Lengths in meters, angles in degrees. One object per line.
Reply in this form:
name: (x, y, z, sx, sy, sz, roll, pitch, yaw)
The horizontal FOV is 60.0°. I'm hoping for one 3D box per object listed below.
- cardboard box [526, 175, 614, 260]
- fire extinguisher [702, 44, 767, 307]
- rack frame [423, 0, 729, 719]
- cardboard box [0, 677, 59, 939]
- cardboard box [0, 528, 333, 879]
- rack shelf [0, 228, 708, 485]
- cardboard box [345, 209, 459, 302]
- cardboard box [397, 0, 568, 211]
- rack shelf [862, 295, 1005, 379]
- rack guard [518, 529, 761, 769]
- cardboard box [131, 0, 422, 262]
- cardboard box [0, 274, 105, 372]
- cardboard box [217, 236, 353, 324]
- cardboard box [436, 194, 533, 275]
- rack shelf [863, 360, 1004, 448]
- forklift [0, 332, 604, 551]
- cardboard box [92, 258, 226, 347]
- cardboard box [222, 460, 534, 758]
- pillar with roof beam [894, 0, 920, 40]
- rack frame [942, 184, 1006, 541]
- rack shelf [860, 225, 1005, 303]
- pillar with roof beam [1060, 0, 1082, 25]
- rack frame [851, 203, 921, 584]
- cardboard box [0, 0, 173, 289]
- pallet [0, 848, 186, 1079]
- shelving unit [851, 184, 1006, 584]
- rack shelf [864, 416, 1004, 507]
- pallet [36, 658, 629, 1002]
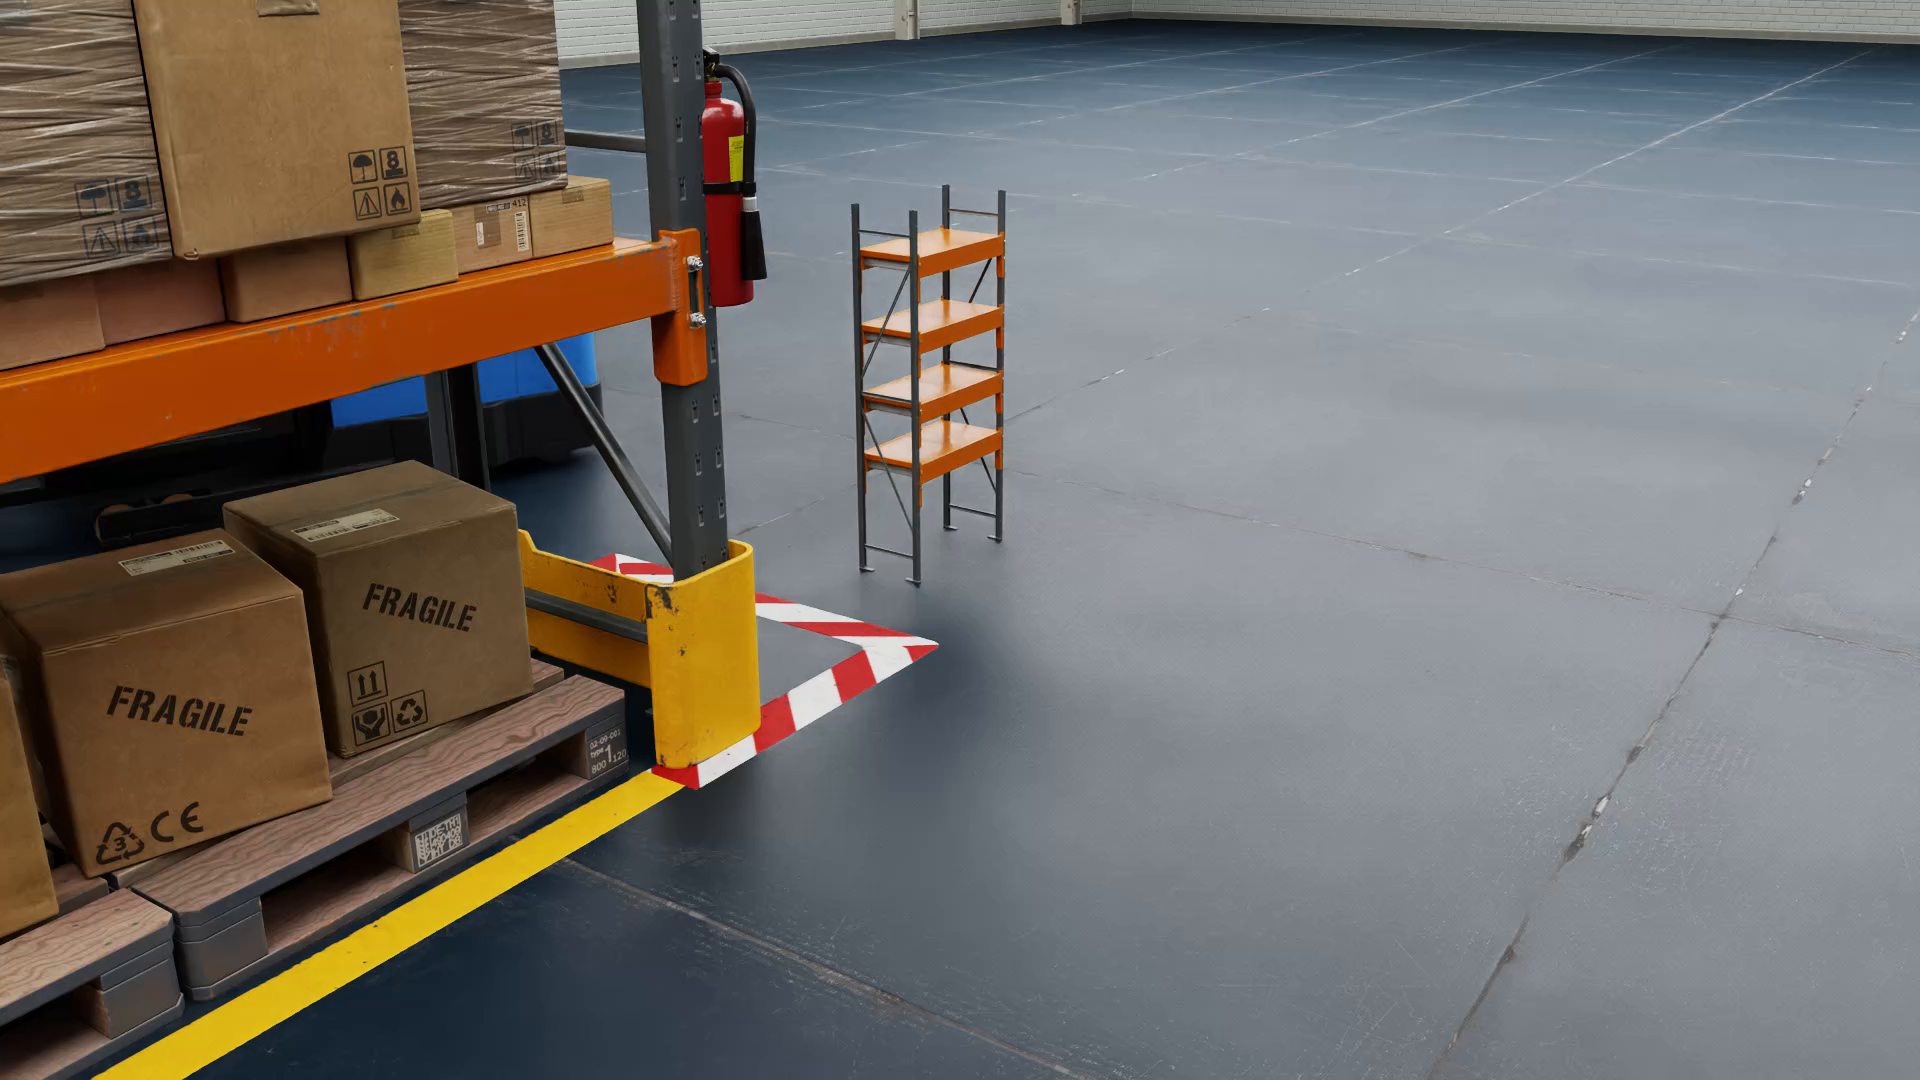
cardboard box: (-1.032, -0.765, 3.871, 0.380, 0.149, 0.250, 13, 24, 32)
fire extinguisher: (-0.597, -0.911, 4.017, 0.296, 0.674, 0.183, 13, 24, 32)
rack frame: (-1.042, -1.005, 4.158, 1.000, 3.000, 0.127, 13, 24, 32)
cardboard box: (-2.083, 0.501, 3.085, 0.500, 0.500, 0.500, 16, 26, 37)
cardboard box: (-1.715, 0.325, 3.561, 0.500, 0.500, 0.500, -17, 26, -38)
rack shelf: (-2.167, -0.094, 2.731, 1.077, 0.370, 4.000, 13, 24, 32)
cardboard box: (-1.271, -0.612, 3.457, 0.380, 0.149, 0.250, 13, 24, 32)
cardboard box: (-1.374, -1.039, 3.676, 0.875, 0.500, 0.500, 13, 24, 32)
rack shelf: (-0.093, -0.662, 5.374, 0.258, 0.148, 0.480, 13, 24, 32)
rack guard: (-1.085, 0.189, 4.532, 1.175, 0.500, 0.348, 13, 24, 32)
cardboard box: (-1.556, -0.872, 3.225, 0.875, 0.500, 0.500, 13, 24, 32)
cardboard box: (-1.721, -0.403, 2.893, 0.380, 0.149, 0.250, 13, 24, 32)
cardboard box: (-1.424, -0.543, 3.271, 0.380, 0.149, 0.250, 13, 24, 32)
cardboard box: (-1.173, -0.693, 3.678, 0.380, 0.149, 0.250, 13, 24, 32)
rack shelf: (-0.093, -0.452, 5.452, 0.258, 0.148, 0.480, 13, 24, 32)
forklift: (-2.907, -1.534, 5.688, 3.031, 2.935, 1.130, -14, 25, -34)
cardboard box: (-1.599, -0.479, 3.099, 0.380, 0.149, 0.250, 13, 24, 32)
cardboard box: (-1.407, 0.147, 4.043, 0.500, 0.500, 0.500, 19, 28, 42)
pillar with roof beam: (2.569, -12.741, 27.237, 9.100, 9.000, 0.400, 13, 24, 32)
rack frame: (0.044, -0.585, 5.618, 0.240, 1.200, 0.015, 13, 24, 32)
rack shelf: (-0.093, -0.884, 5.292, 0.258, 0.148, 0.480, 13, 24, 32)
pillar with roof beam: (5.942, -14.462, 31.891, 9.100, 9.000, 0.400, 13, 24, 32)
rack frame: (-0.230, -0.445, 5.239, 0.240, 1.200, 0.015, 13, 24, 32)
cardboard box: (-1.873, -0.737, 2.860, 0.875, 0.500, 0.500, 13, 24, 32)
pallet: (-2.257, 0.900, 3.028, 1.003, 0.211, 1.213, 13, 24, 32)
shelving unit: (-0.093, -0.515, 5.428, 0.258, 1.200, 0.503, 13, 24, 32)
rack shelf: (-0.093, -0.266, 5.521, 0.258, 0.148, 0.480, 13, 24, 32)
pallet: (-1.571, 0.551, 3.971, 1.003, 0.211, 1.213, 13, 24, 32)
